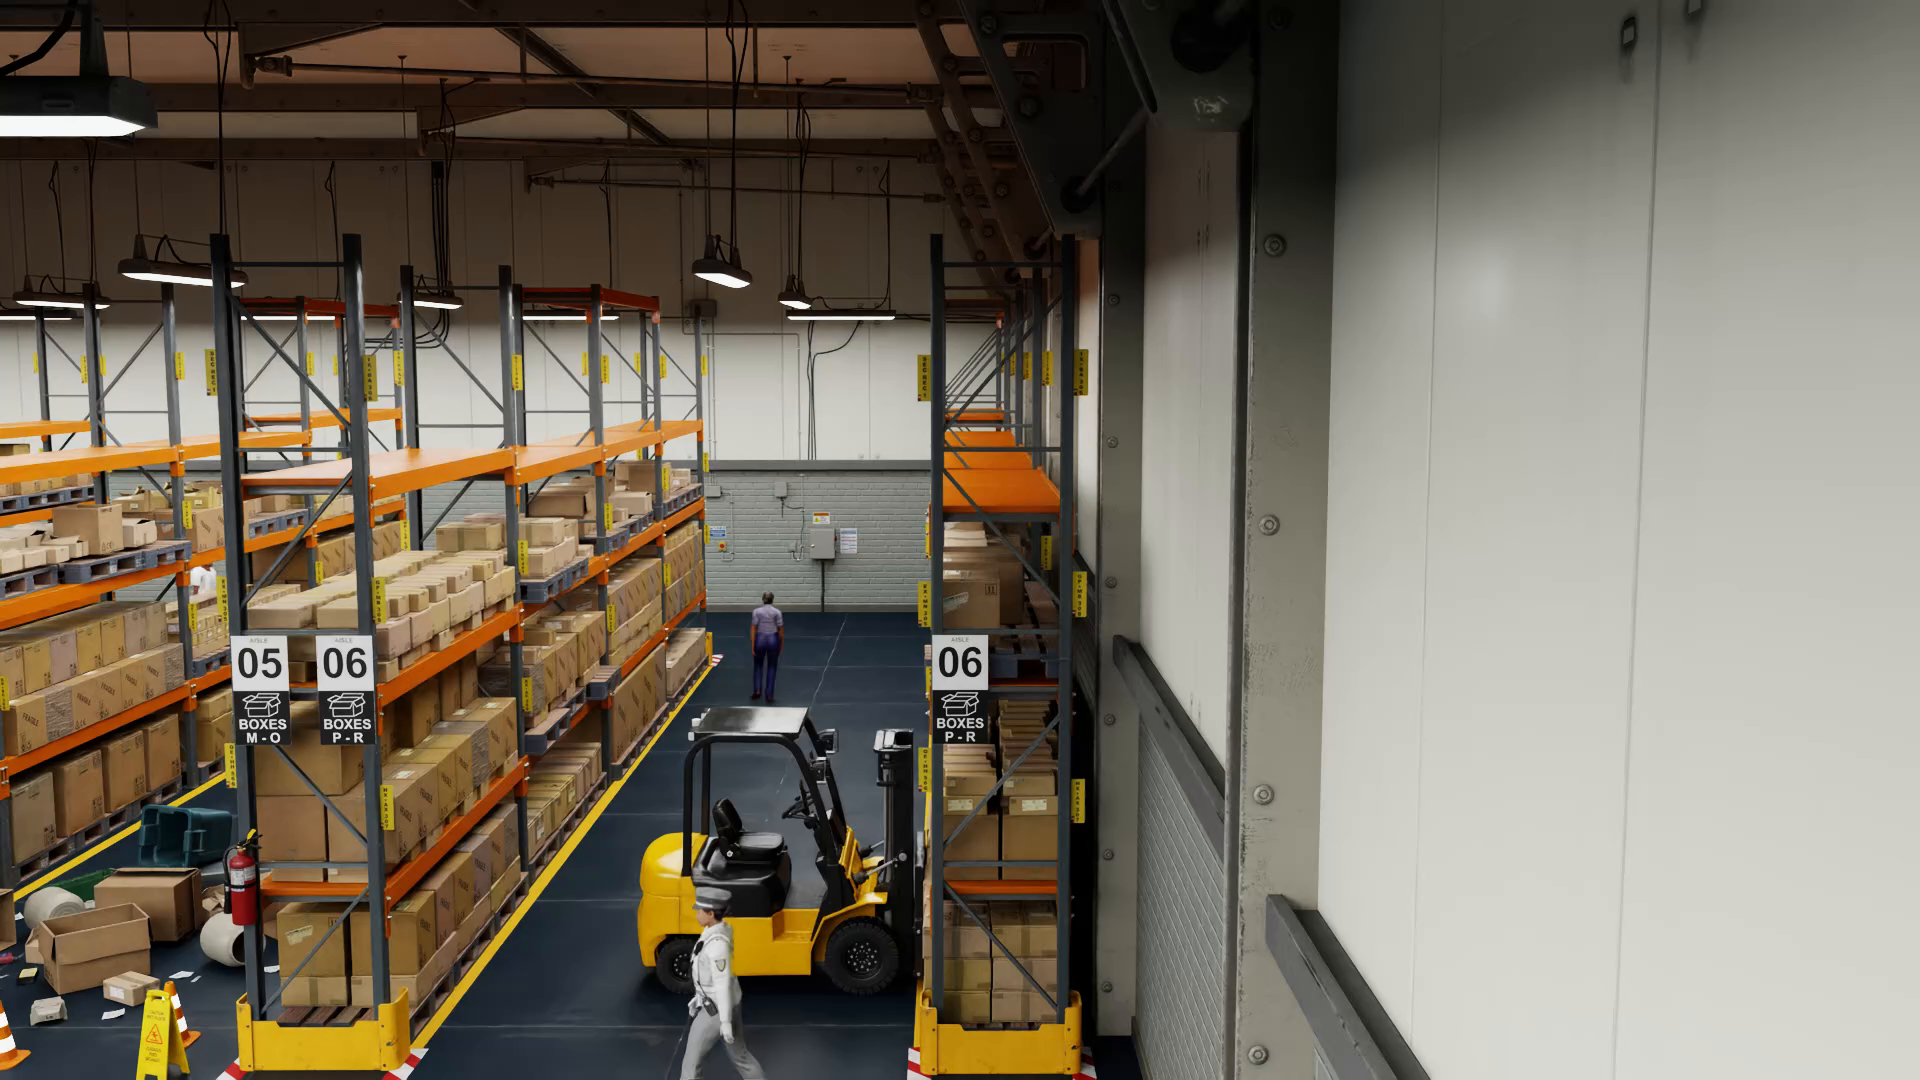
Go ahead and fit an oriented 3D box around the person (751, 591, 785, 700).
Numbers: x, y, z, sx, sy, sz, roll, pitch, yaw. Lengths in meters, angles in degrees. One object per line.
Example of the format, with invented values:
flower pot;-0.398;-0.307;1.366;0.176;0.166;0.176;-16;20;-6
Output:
person;-2.903;1.606;25.020;0.536;1.694;0.439;0;6;1

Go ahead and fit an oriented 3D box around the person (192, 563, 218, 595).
person;-13.161;1.069;29.009;0.478;1.763;0.610;0;6;-1

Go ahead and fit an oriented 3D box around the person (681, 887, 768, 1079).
person;-1.649;3.129;11.140;0.840;1.642;0.486;0;6;3
